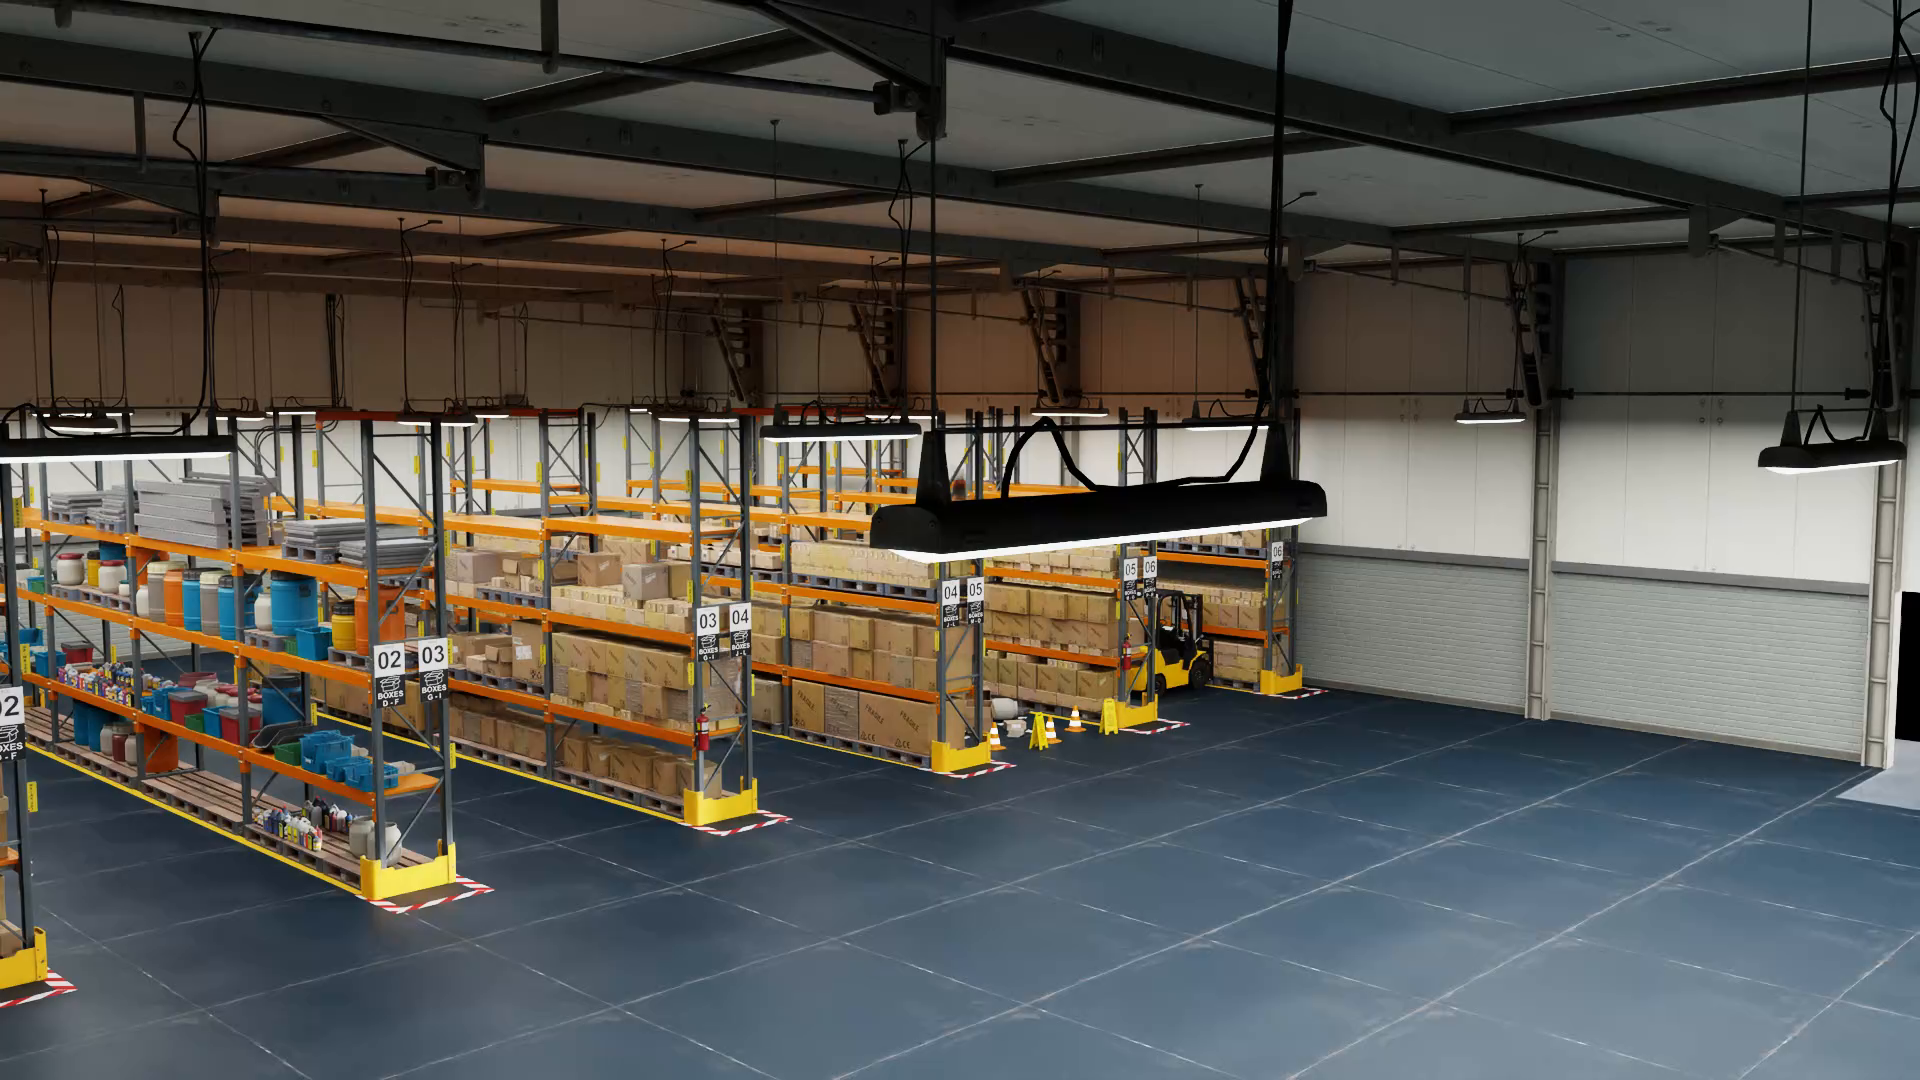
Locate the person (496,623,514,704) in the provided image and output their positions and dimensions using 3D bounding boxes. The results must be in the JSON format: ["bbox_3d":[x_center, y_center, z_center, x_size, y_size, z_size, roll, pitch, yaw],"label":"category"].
[{"bbox_3d":[-9.267,2.502,33.890,0.724,1.654,0.625,4,6,37],"label":"person"}]

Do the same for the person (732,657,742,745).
[{"bbox_3d":[-4.236,2.897,30.172,0.641,1.627,1.019,-5,7,-43],"label":"person"}]
